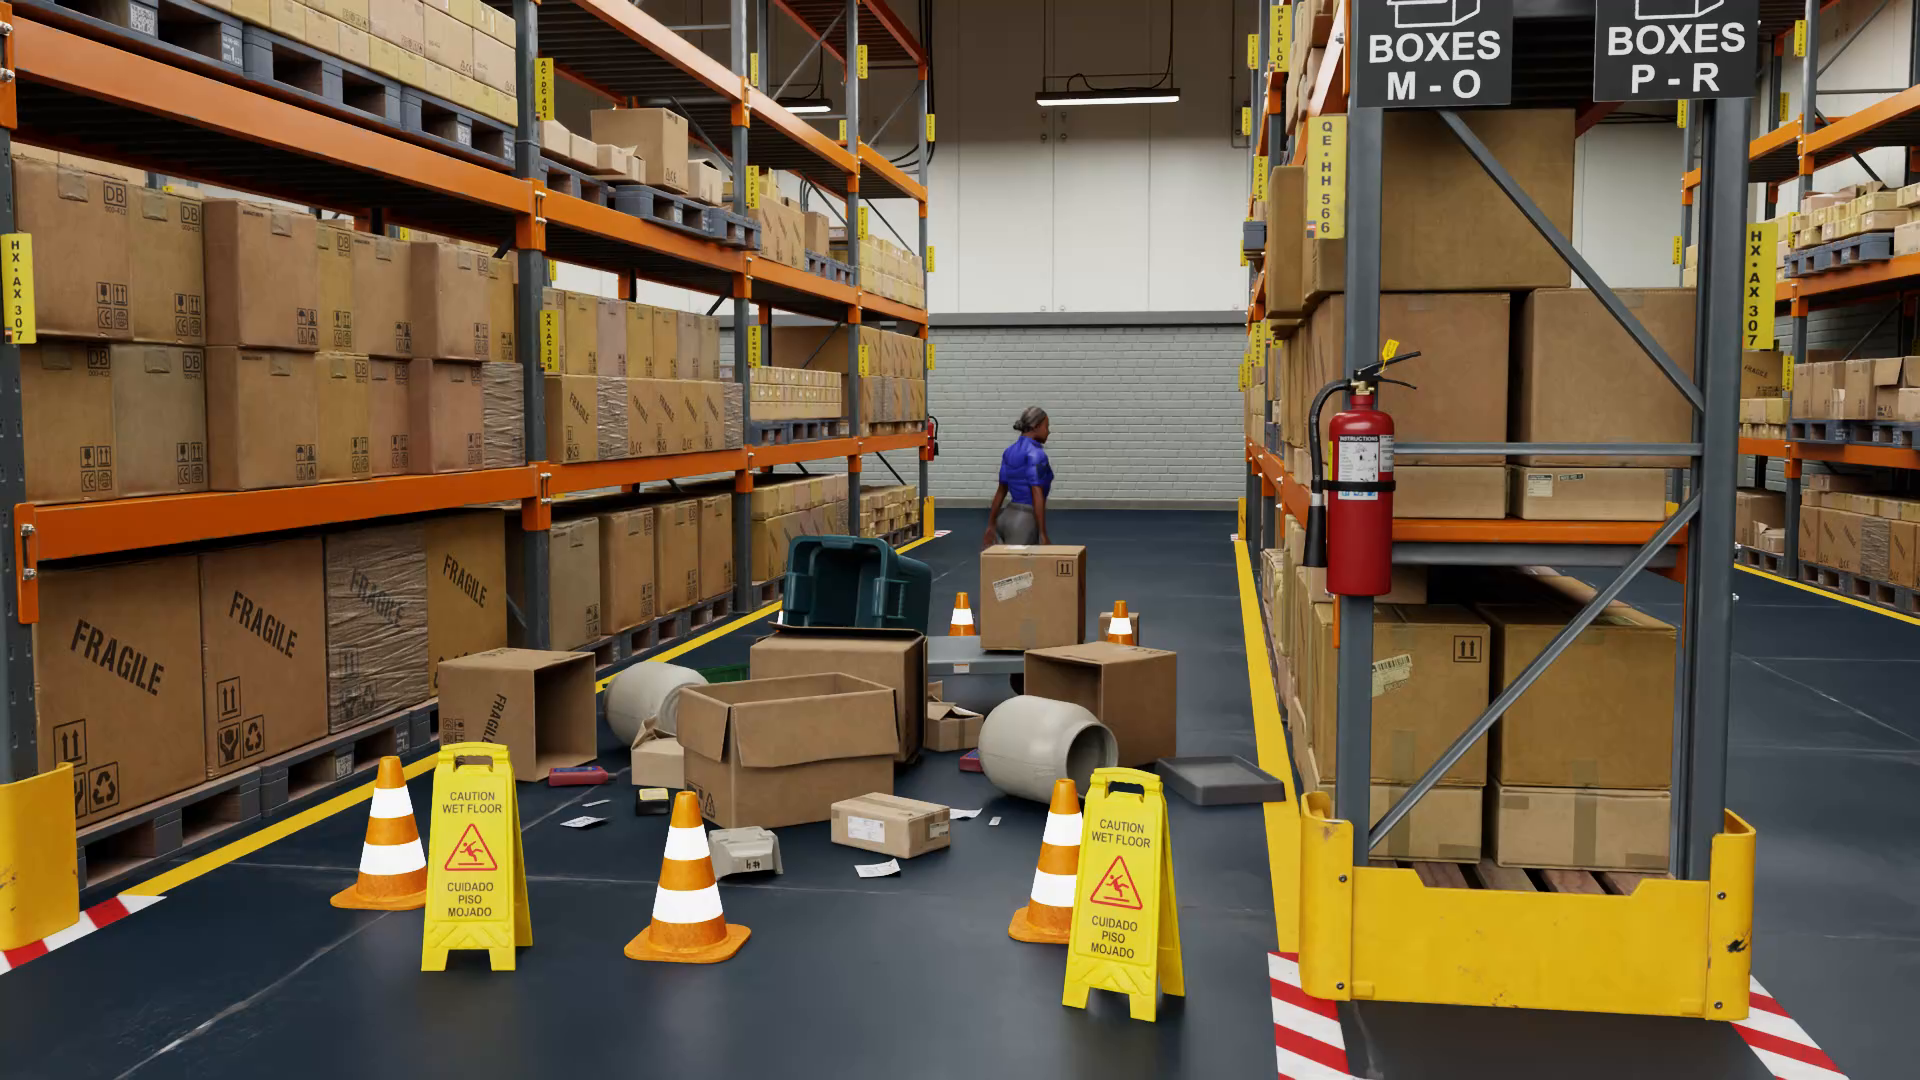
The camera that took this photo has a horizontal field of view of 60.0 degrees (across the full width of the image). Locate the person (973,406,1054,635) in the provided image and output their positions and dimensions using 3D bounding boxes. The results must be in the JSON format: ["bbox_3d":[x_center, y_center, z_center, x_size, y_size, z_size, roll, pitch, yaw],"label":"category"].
[{"bbox_3d":[0.405,-0.078,10.972,0.914,1.613,0.543,-2,5,-24],"label":"person"}]
